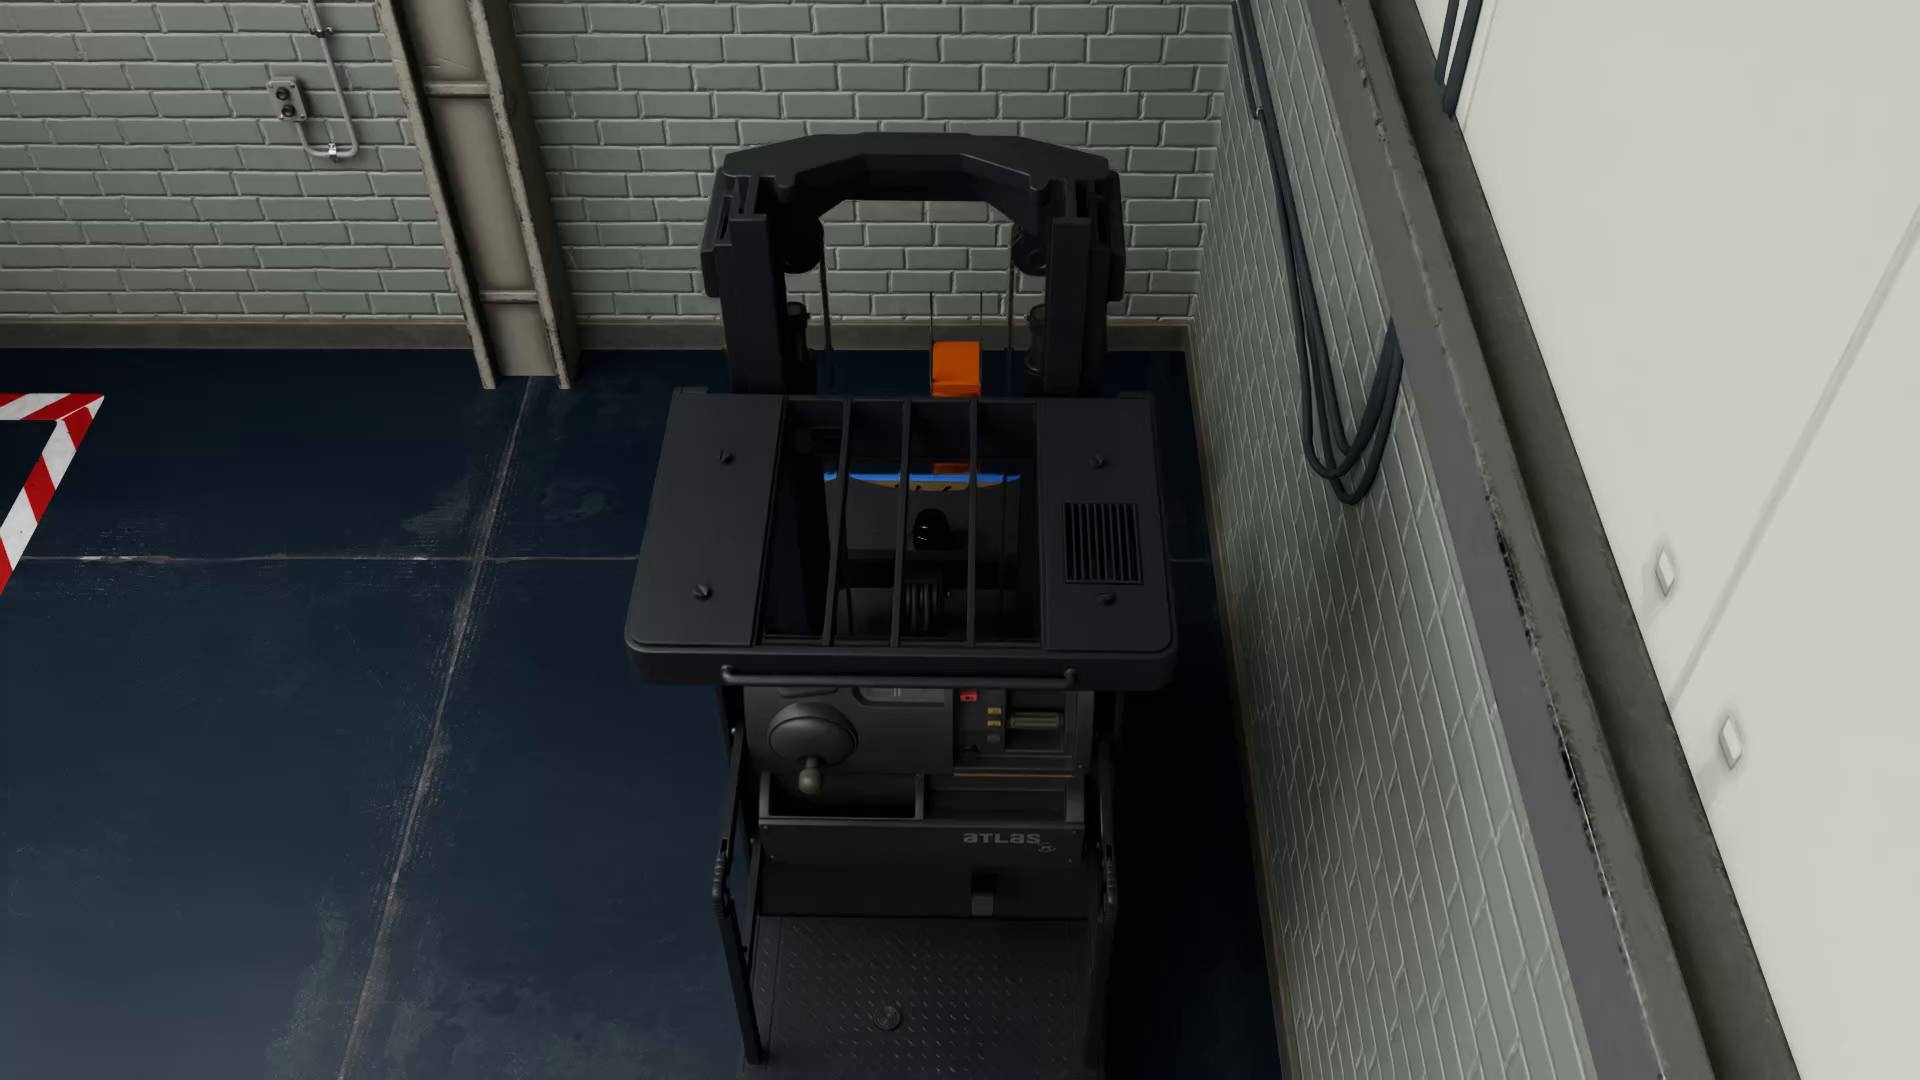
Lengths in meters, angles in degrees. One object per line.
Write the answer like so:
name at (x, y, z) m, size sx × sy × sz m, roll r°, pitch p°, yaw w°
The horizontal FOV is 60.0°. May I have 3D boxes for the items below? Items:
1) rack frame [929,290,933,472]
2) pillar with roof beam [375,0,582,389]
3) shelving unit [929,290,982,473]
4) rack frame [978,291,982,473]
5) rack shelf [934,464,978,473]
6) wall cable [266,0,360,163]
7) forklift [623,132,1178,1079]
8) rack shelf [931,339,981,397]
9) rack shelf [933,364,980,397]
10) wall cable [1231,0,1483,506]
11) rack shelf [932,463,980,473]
rack frame at (-0.106, -0.409, 6.392) m, size 0.006 × 1.200 × 0.240 m, roll 0°, pitch 47°, yaw 0°
pillar with roof beam at (-1.957, -0.706, 1.340) m, size 0.400 × 9.000 × 9.100 m, roll 0°, pitch 47°, yaw 0°
shelving unit at (-0.014, -0.409, 6.392) m, size 0.189 × 1.200 × 0.258 m, roll 0°, pitch 47°, yaw 0°
rack frame at (0.077, -0.409, 6.391) m, size 0.006 × 1.200 × 0.240 m, roll 0°, pitch 47°, yaw 0°
rack shelf at (-0.014, -0.297, 6.512) m, size 0.180 × 0.103 × 0.258 m, roll 0°, pitch 47°, yaw 0°
wall cable at (-3.360, -2.222, 6.156) m, size 1.851 × 1.984 × 0.084 m, roll 0°, pitch 47°, yaw 0°
forklift at (-0.110, 0.584, 4.285) m, size 1.130 × 2.935 × 3.031 m, roll 1°, pitch 47°, yaw 1°
rack shelf at (-0.014, -0.624, 6.161) m, size 0.180 × 0.103 × 0.258 m, roll 0°, pitch 47°, yaw 0°
rack shelf at (-0.014, -0.542, 6.248) m, size 0.180 × 0.103 × 0.258 m, roll 0°, pitch 47°, yaw 0°
wall cable at (1.011, -1.896, 4.569) m, size 0.112 × 2.526 × 3.097 m, roll 0°, pitch 47°, yaw 0°
rack shelf at (-0.014, -0.379, 6.424) m, size 0.180 × 0.103 × 0.258 m, roll 0°, pitch 47°, yaw 0°
